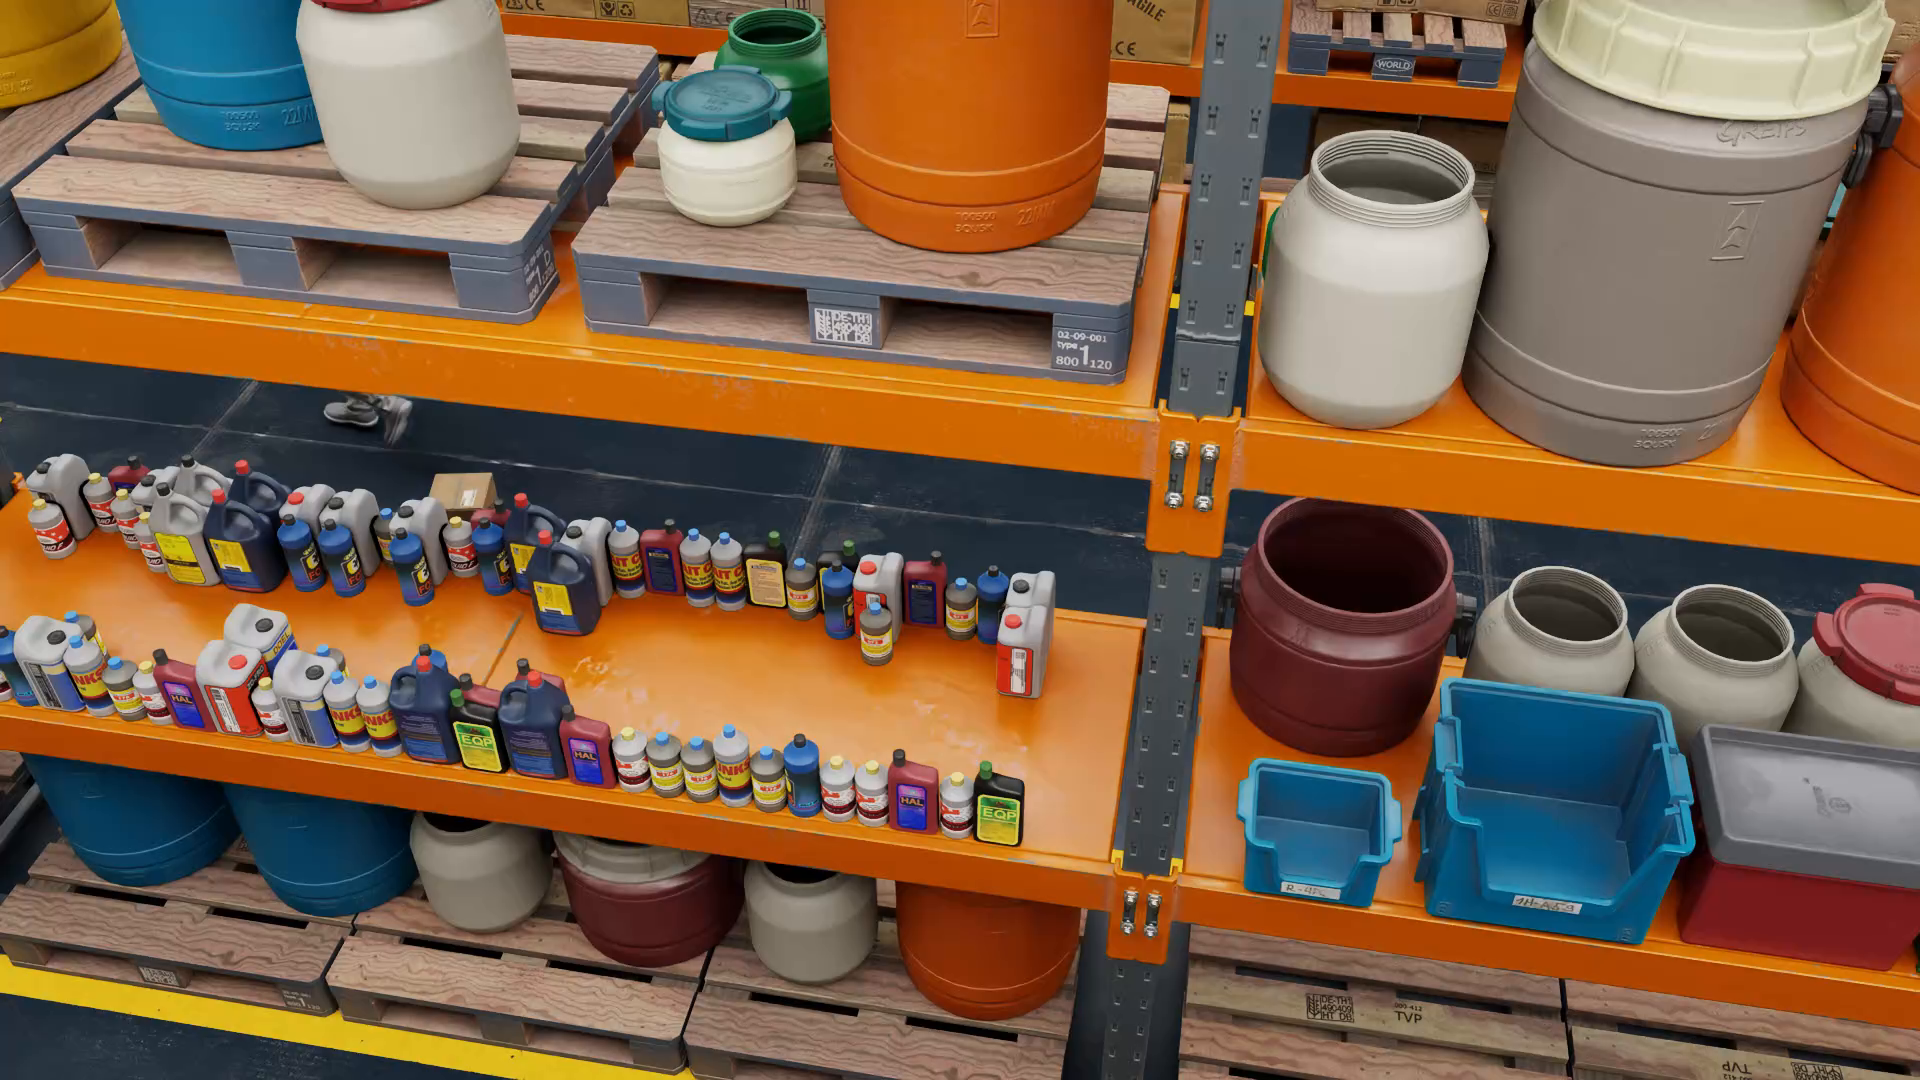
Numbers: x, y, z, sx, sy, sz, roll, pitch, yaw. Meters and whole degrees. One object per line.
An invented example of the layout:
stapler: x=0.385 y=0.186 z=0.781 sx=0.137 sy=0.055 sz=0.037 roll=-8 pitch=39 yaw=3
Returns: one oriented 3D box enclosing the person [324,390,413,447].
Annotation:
person: x=-2.795 y=-1.146 z=7.432 sx=0.646 sy=1.672 sz=0.485 roll=14 pitch=43 yaw=16
